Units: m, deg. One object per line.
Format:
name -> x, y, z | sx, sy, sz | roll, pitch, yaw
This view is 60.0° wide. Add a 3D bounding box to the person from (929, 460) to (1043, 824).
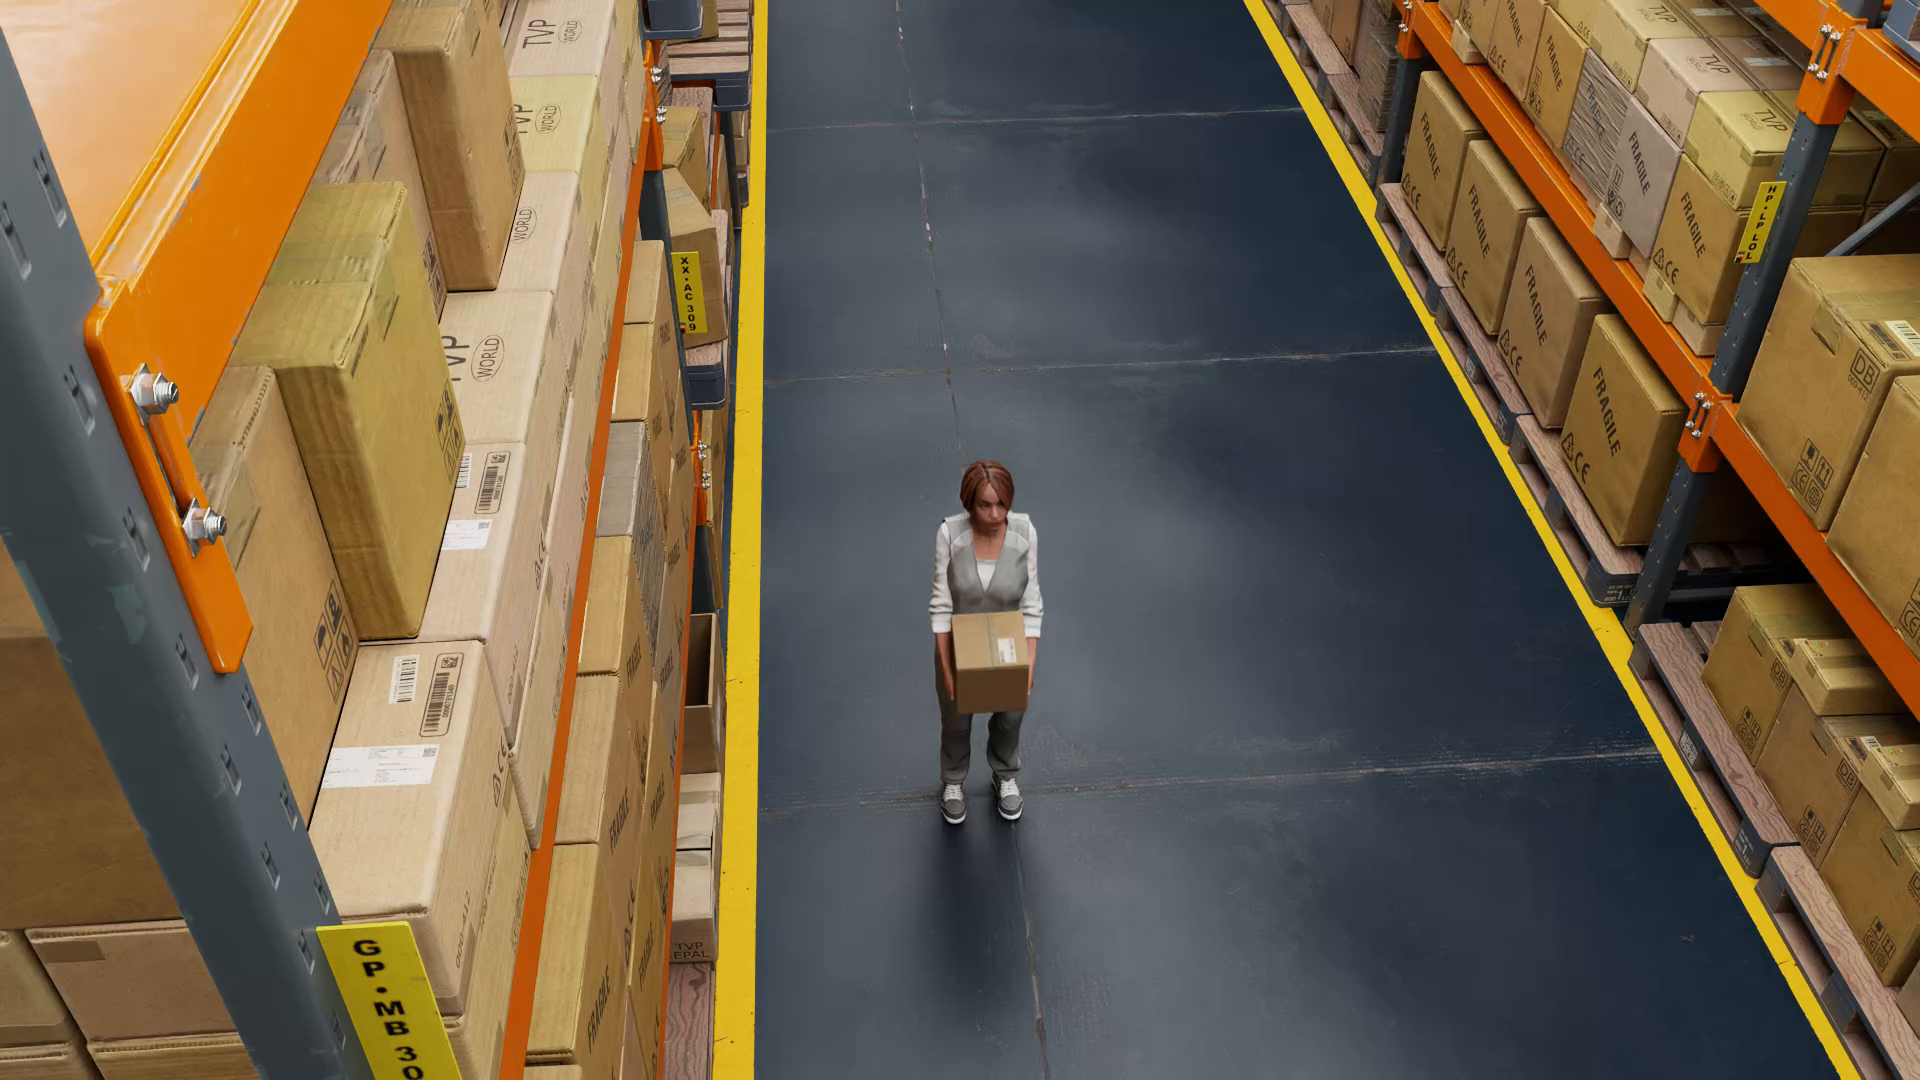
person -> 0.094, 0.447, 6.052 | 0.406, 1.588, 0.495 | -3, 40, -4
